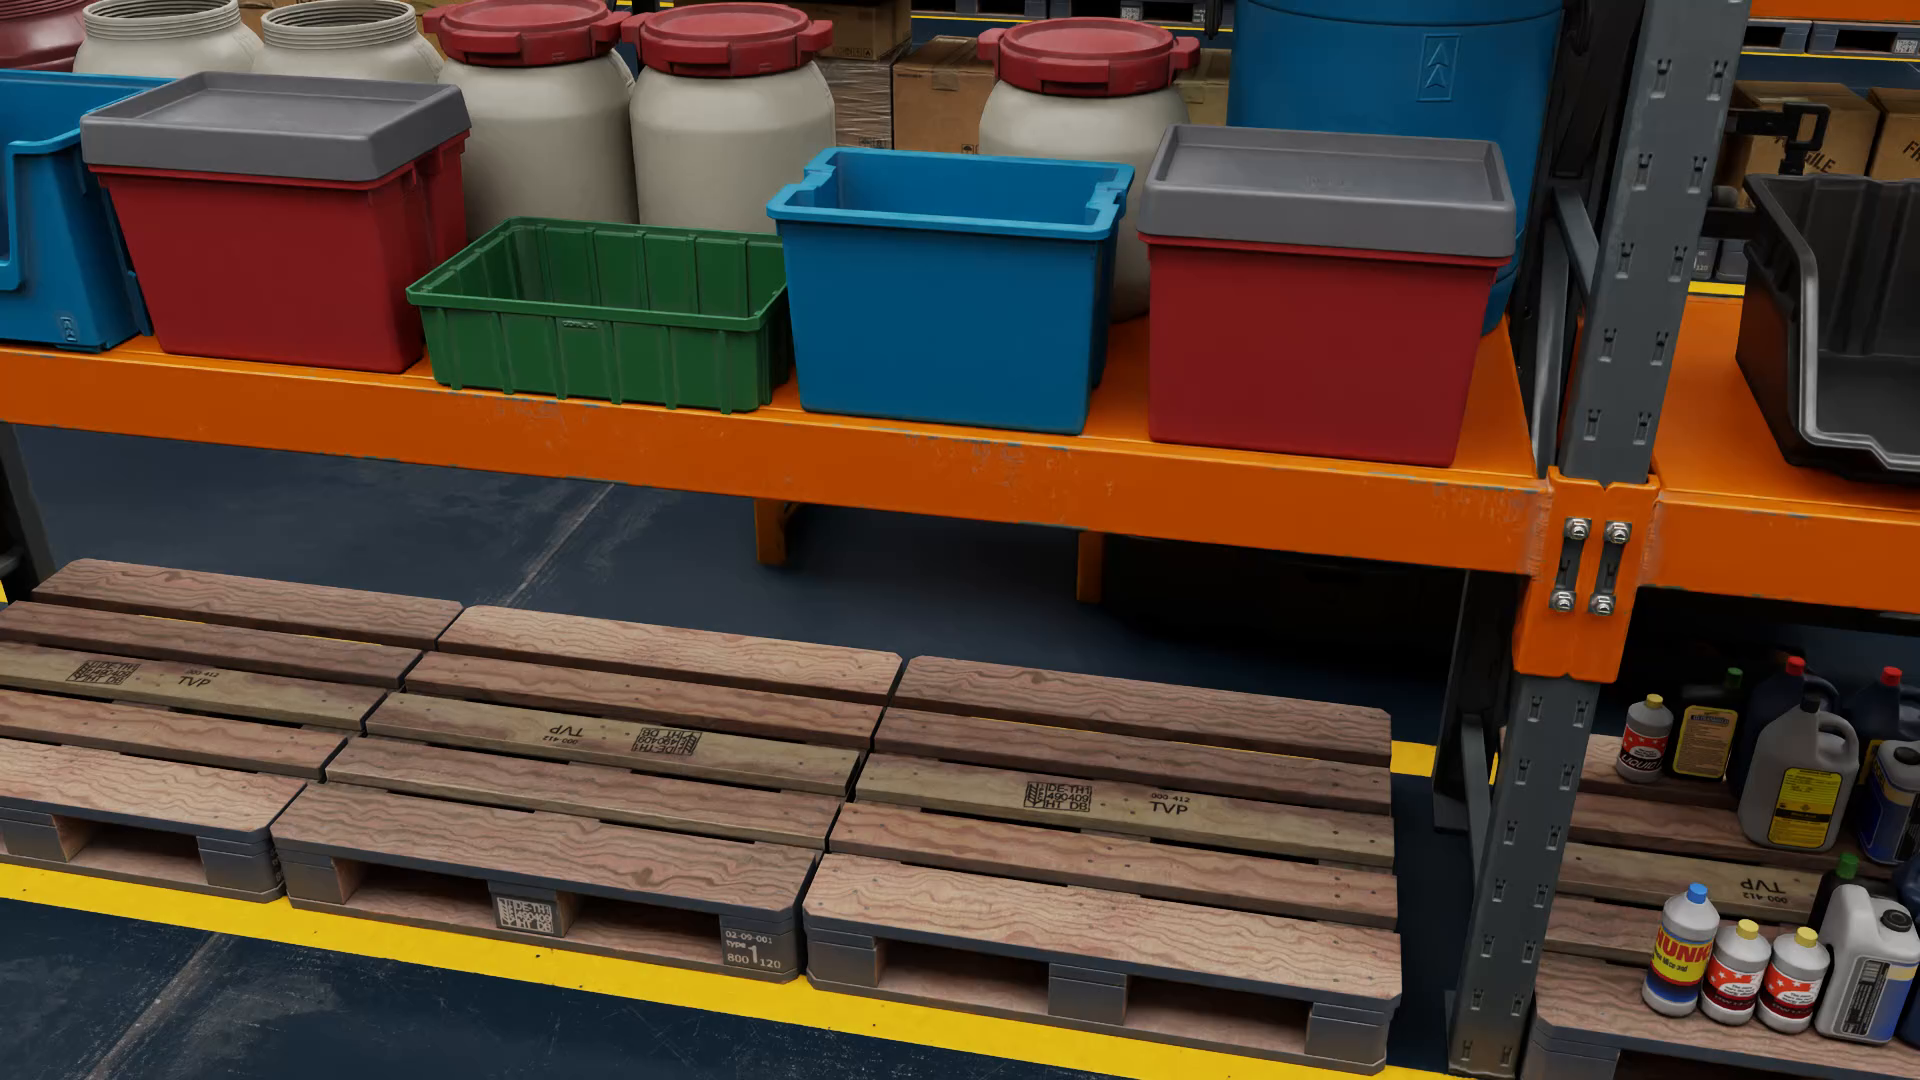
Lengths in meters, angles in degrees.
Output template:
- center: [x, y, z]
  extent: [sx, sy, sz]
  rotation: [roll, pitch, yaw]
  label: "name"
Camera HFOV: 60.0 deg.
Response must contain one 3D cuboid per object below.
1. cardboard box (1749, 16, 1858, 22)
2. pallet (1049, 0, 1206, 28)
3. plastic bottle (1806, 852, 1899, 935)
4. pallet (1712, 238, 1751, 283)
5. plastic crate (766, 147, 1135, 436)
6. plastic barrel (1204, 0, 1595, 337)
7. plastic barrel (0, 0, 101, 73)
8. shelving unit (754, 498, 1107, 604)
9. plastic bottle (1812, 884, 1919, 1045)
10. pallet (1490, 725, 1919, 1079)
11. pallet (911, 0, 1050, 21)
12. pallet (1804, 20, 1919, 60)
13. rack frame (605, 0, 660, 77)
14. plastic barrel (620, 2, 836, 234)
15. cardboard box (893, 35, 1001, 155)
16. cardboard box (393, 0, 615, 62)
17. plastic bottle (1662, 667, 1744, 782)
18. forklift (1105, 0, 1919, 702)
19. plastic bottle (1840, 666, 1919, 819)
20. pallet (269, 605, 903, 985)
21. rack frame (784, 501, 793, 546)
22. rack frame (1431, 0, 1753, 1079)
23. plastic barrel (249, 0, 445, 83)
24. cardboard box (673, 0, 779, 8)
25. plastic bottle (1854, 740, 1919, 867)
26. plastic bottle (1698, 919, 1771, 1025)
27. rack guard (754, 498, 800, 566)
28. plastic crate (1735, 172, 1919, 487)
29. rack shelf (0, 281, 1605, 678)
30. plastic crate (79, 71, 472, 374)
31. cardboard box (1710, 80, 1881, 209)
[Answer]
- center: [5.681, -4.103, 11.396]
  extent: [0.875, 0.875, 0.875]
  rotation: [5, 29, 10]
  label: "cardboard box"
- center: [1.340, -4.068, 12.460]
  extent: [1.213, 0.211, 1.003]
  rotation: [6, 29, 11]
  label: "pallet"
- center: [1.701, 0.724, 3.175]
  extent: [0.133, 0.283, 0.061]
  rotation: [6, 29, 11]
  label: "plastic bottle"
- center: [4.033, -1.413, 7.611]
  extent: [1.213, 0.211, 1.003]
  rotation: [6, 29, 11]
  label: "pallet"
- center: [-0.006, -0.440, 2.946]
  extent: [0.575, 0.384, 0.392]
  rotation: [6, 29, 11]
  label: "plastic crate"
- center: [0.823, -0.883, 3.218]
  extent: [0.708, 0.901, 0.600]
  rotation: [6, 29, 11]
  label: "plastic barrel"
- center: [-2.257, -1.039, 3.882]
  extent: [0.708, 0.536, 0.600]
  rotation: [6, 29, 11]
  label: "plastic barrel"
- center: [-0.036, -0.664, 4.901]
  extent: [1.083, 1.500, 0.587]
  rotation: [6, 29, 12]
  label: "shelving unit"
- center: [1.680, 0.777, 3.086]
  extent: [0.135, 0.276, 0.152]
  rotation: [7, 29, 12]
  label: "plastic bottle"
- center: [1.786, 0.828, 3.518]
  extent: [1.213, 0.211, 1.003]
  rotation: [6, 29, 11]
  label: "pallet"
- center: [0.150, -4.191, 12.685]
  extent: [1.213, 0.211, 1.003]
  rotation: [6, 29, 11]
  label: "pallet"
- center: [6.420, -3.547, 11.509]
  extent: [1.213, 0.211, 1.003]
  rotation: [6, 29, 11]
  label: "pallet"
- center: [-1.740, -3.209, 7.989]
  extent: [0.127, 3.000, 1.000]
  rotation: [6, 29, 11]
  label: "rack frame"
- center: [-0.470, -0.814, 3.472]
  extent: [0.433, 0.535, 0.433]
  rotation: [0, 29, 0]
  label: "plastic barrel"
- center: [0.021, -2.145, 8.189]
  extent: [0.500, 0.500, 0.700]
  rotation: [8, 30, 15]
  label: "cardboard box"
- center: [-2.410, -2.541, 8.542]
  extent: [0.875, 0.875, 1.225]
  rotation: [5, 29, 8]
  label: "cardboard box"
- center: [1.677, 0.410, 3.749]
  extent: [0.133, 0.283, 0.061]
  rotation: [7, 30, 13]
  label: "plastic bottle"
- center: [1.992, -1.106, 4.218]
  extent: [3.031, 2.935, 1.130]
  rotation: [6, 29, 12]
  label: "forklift"
- center: [2.015, 0.435, 3.632]
  extent: [0.185, 0.351, 0.144]
  rotation: [4, 29, 8]
  label: "plastic bottle"
- center: [-0.835, 0.559, 4.009]
  extent: [1.213, 0.211, 1.003]
  rotation: [6, 29, 11]
  label: "pallet"
- center: [-0.522, -0.719, 5.001]
  extent: [0.032, 1.500, 0.500]
  rotation: [6, 29, 12]
  label: "rack frame"
- center: [1.138, -0.482, 3.007]
  extent: [0.127, 3.000, 1.000]
  rotation: [6, 29, 11]
  label: "rack frame"
- center: [-1.311, -0.887, 3.631]
  extent: [0.421, 0.512, 0.421]
  rotation: [0, 29, 0]
  label: "plastic barrel"
- center: [-1.078, -2.582, 8.206]
  extent: [0.500, 0.250, 0.500]
  rotation: [7, 29, 13]
  label: "cardboard box"
- center: [2.009, 0.540, 3.518]
  extent: [0.135, 0.276, 0.152]
  rotation: [6, 29, 11]
  label: "plastic bottle"
- center: [1.457, 0.800, 3.121]
  extent: [0.097, 0.201, 0.097]
  rotation: [0, 29, 0]
  label: "plastic bottle"
- center: [-0.521, -0.170, 5.301]
  extent: [0.087, 0.250, 0.587]
  rotation: [6, 29, 12]
  label: "rack guard"
- center: [1.623, -0.343, 2.817]
  extent: [0.504, 0.338, 0.767]
  rotation: [6, 29, 11]
  label: "plastic crate"
- center: [-0.818, -0.367, 3.546]
  extent: [4.000, 0.370, 1.077]
  rotation: [6, 29, 11]
  label: "rack shelf"
- center: [-1.258, -0.606, 3.166]
  extent: [0.583, 0.464, 0.402]
  rotation: [6, 29, 11]
  label: "plastic crate"
- center: [3.740, -1.758, 7.503]
  extent: [0.500, 0.500, 0.500]
  rotation: [3, 29, 6]
  label: "cardboard box"
